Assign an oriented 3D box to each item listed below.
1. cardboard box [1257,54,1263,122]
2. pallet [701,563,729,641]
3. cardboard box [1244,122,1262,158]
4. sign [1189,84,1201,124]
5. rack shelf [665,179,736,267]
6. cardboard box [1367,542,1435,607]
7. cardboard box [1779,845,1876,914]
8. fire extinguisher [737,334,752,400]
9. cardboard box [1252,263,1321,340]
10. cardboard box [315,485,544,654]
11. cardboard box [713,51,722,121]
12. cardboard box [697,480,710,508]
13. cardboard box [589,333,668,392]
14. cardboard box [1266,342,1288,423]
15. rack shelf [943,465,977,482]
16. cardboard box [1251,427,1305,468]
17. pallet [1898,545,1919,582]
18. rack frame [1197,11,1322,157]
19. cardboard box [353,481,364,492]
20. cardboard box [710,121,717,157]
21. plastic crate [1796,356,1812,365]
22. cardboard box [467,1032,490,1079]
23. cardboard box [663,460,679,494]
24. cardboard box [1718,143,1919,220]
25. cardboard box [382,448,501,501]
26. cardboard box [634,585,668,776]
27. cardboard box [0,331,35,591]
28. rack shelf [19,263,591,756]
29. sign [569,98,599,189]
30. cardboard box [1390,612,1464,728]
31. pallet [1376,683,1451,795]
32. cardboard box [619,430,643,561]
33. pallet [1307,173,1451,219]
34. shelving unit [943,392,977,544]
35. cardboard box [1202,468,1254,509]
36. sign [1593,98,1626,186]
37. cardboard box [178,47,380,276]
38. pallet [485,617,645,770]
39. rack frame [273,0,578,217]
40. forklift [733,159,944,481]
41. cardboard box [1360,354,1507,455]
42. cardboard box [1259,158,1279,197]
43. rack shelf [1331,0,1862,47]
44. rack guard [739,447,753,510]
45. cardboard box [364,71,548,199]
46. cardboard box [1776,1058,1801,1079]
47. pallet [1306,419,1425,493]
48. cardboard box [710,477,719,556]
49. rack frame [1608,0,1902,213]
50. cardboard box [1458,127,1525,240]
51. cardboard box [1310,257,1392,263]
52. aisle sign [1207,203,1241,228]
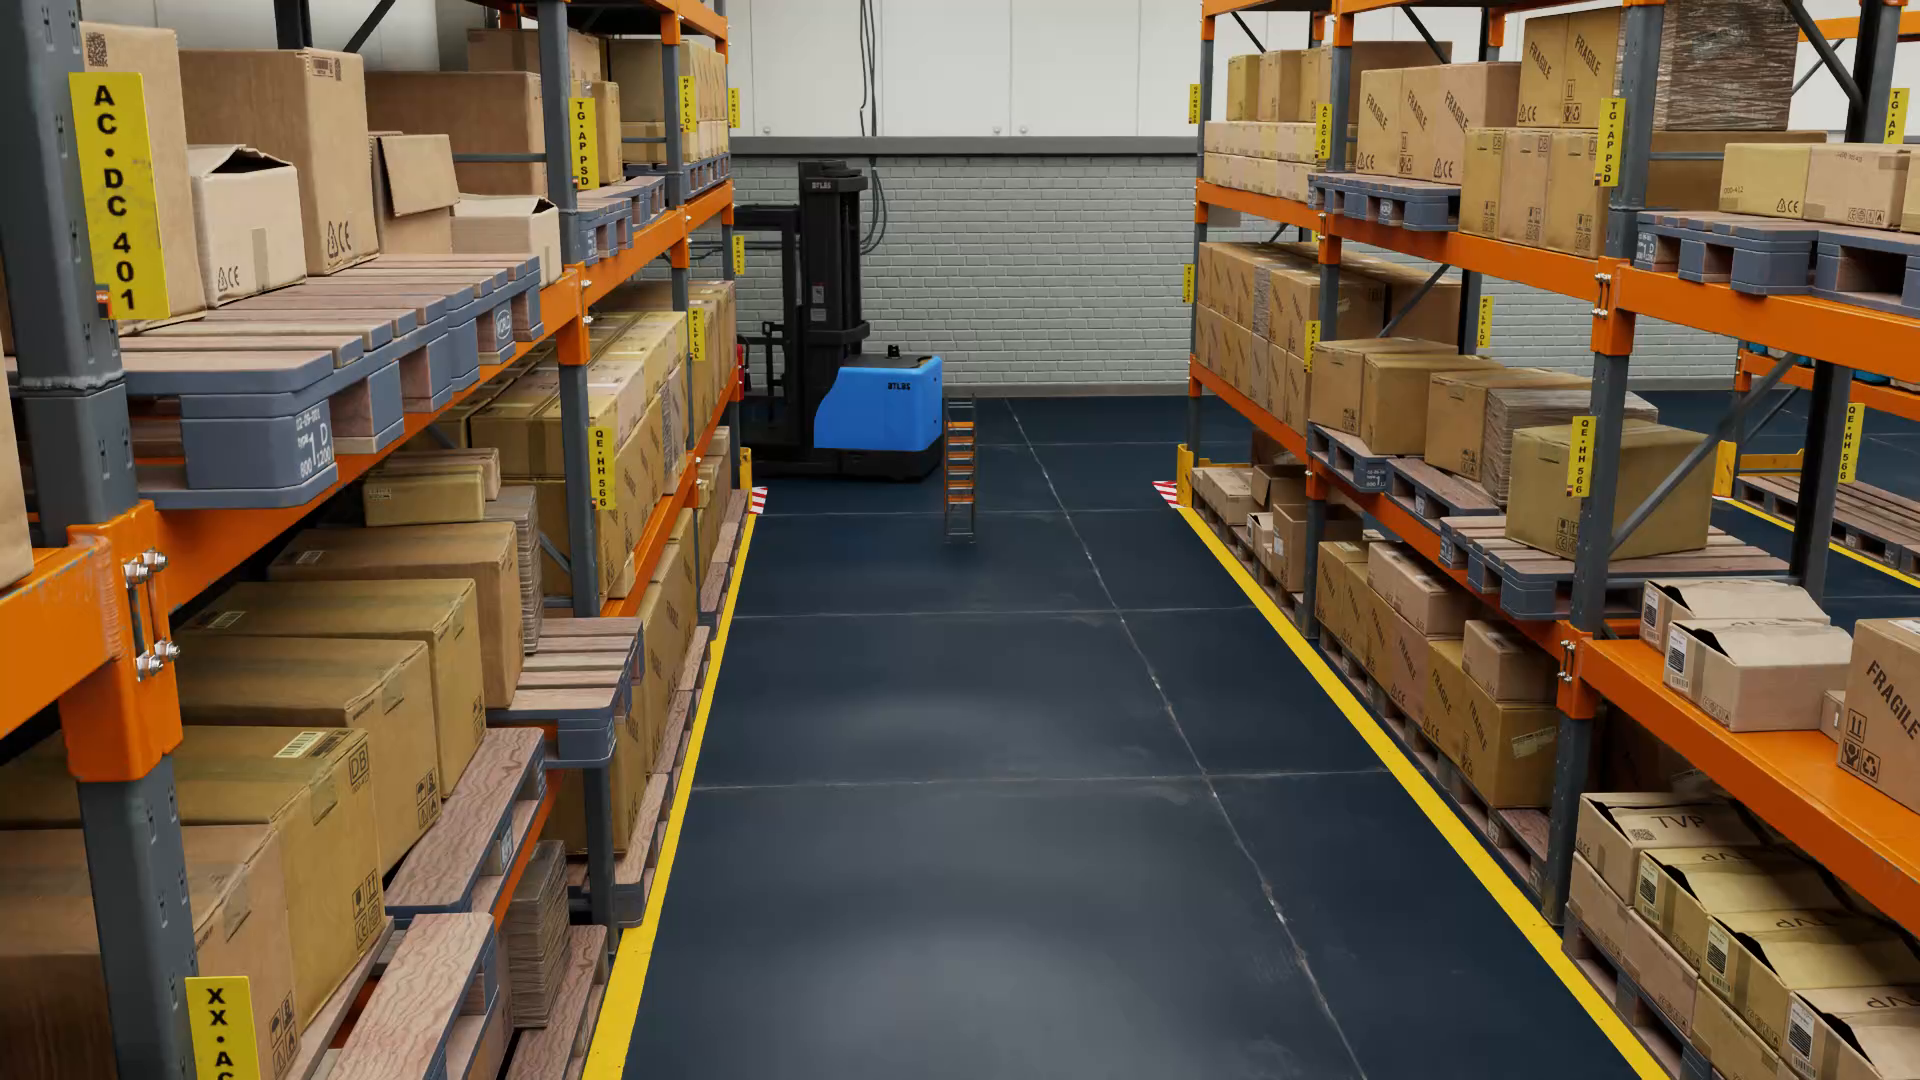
[{"bbox_3d":[2.657,-3.419,12.566,0.700,0.500,0.500,-1,14,-3],"label":"cardboard box"},{"bbox_3d":[-2.141,0.423,11.458,1.003,0.211,1.213,-1,14,-3],"label":"pallet"},{"bbox_3d":[2.385,-2.926,12.158,0.500,0.250,0.500,-1,14,-3],"label":"cardboard box"},{"bbox_3d":[1.983,-3.677,14.023,0.100,0.325,0.005,-1,14,-3],"label":"sign"},{"bbox_3d":[-2.295,-2.339,12.020,1.077,0.370,4.000,-1,14,-3],"label":"rack shelf"},{"bbox_3d":[2.621,0.193,9.386,0.500,0.250,0.500,-1,14,-3],"label":"cardboard box"},{"bbox_3d":[3.337,1.293,6.032,0.500,0.311,0.500,-1,14,-4],"label":"cardboard box"},{"bbox_3d":[-1.968,-1.558,14.467,0.296,0.674,0.183,-1,14,-3],"label":"fire extinguisher"},{"bbox_3d":[2.417,-1.721,11.990,0.500,0.500,0.500,-1,14,-3],"label":"cardboard box"},{"bbox_3d":[-1.885,0.113,5.983,0.700,0.500,0.500,-3,15,-10],"label":"cardboard box"},{"bbox_3d":[-2.082,-3.424,12.548,0.500,0.500,0.500,0,14,-2],"label":"cardboard box"},{"bbox_3d":[-1.955,-0.319,11.620,0.380,0.149,0.250,0,14,-2],"label":"cardboard box"},{"bbox_3d":[-1.834,-0.936,8.801,0.500,0.250,0.500,-1,14,-2],"label":"cardboard box"},{"bbox_3d":[2.452,-1.111,11.625,0.500,0.500,0.500,0,14,-2],"label":"cardboard box"},{"bbox_3d":[0.001,-0.534,13.374,0.258,0.103,0.180,-1,14,-3],"label":"rack shelf"},{"bbox_3d":[2.804,-0.680,14.284,0.500,0.500,0.500,-1,14,-3],"label":"cardboard box"},{"bbox_3d":[7.632,0.278,12.021,1.003,0.211,1.213,-1,14,-3],"label":"pallet"},{"bbox_3d":[2.525,-4.715,13.791,1.000,3.000,0.127,-1,14,-3],"label":"rack frame"},{"bbox_3d":[-2.216,-0.058,6.893,0.500,0.500,0.500,-1,14,-3],"label":"cardboard box"},{"bbox_3d":[-2.039,-2.927,12.120,0.500,0.250,0.500,-1,14,-5],"label":"cardboard box"},{"bbox_3d":[7.196,-1.602,13.950,0.416,0.233,0.300,-1,14,-3],"label":"plastic crate"},{"bbox_3d":[-1.852,1.687,5.085,0.700,0.500,0.500,-1,14,-4],"label":"cardboard box"},{"bbox_3d":[-1.783,-0.353,9.342,0.380,0.149,0.250,-1,14,-3],"label":"cardboard box"},{"bbox_3d":[3.105,-1.291,5.963,0.500,0.250,0.500,-2,15,-8],"label":"cardboard box"},{"bbox_3d":[-1.872,-0.232,6.025,0.380,0.149,0.250,-3,15,-11],"label":"cardboard box"},{"bbox_3d":[-1.886,0.693,8.286,0.750,0.750,0.750,-1,14,-4],"label":"cardboard box"},{"bbox_3d":[-1.398,-0.136,1.774,0.500,0.500,0.500,0,14,-2],"label":"cardboard box"},{"bbox_3d":[-1.800,-0.349,4.287,1.077,0.370,4.000,-1,14,-3],"label":"rack shelf"},{"bbox_3d":[-1.382,-1.453,6.097,0.100,0.325,0.005,-1,14,-3],"label":"sign"},{"bbox_3d":[2.658,0.690,8.959,0.500,0.500,0.500,-1,14,-6],"label":"cardboard box"},{"bbox_3d":[2.939,1.042,9.053,1.003,0.211,1.213,-1,14,-3],"label":"pallet"},{"bbox_3d":[-1.721,-0.199,7.444,0.500,0.500,0.500,0,14,-2],"label":"cardboard box"},{"bbox_3d":[2.743,-2.013,9.687,1.213,0.211,1.003,-1,14,-3],"label":"pallet"},{"bbox_3d":[0.001,-0.577,13.363,0.258,1.200,0.189,-1,14,-3],"label":"shelving unit"},{"bbox_3d":[2.306,-0.427,13.800,0.500,0.250,0.500,-1,14,-3],"label":"cardboard box"},{"bbox_3d":[2.479,-1.515,6.337,0.100,0.325,0.005,-1,14,-3],"label":"sign"},{"bbox_3d":[-1.706,-0.896,3.925,0.500,0.500,0.500,-1,14,-5],"label":"cardboard box"},{"bbox_3d":[-1.773,0.526,5.846,1.213,0.211,1.003,-1,14,-3],"label":"pallet"},{"bbox_3d":[-1.924,-2.648,5.757,1.000,3.000,0.127,-1,14,-3],"label":"rack frame"},{"bbox_3d":[-1.730,-2.135,15.942,3.031,2.935,1.130,3,15,10],"label":"forklift"},{"bbox_3d":[2.684,-0.775,9.475,0.700,0.500,0.500,1,14,5],"label":"cardboard box"},{"bbox_3d":[2.417,-2.560,11.737,0.500,0.250,0.500,-1,14,-3],"label":"cardboard box"},{"bbox_3d":[2.896,-2.680,8.130,1.077,0.370,4.000,-1,14,-3],"label":"rack shelf"},{"bbox_3d":[-2.421,-0.527,14.572,1.175,0.500,0.348,-1,14,-3],"label":"rack guard"},{"bbox_3d":[-2.010,-1.574,6.520,0.700,0.500,0.500,-2,15,-8],"label":"cardboard box"},{"bbox_3d":[2.861,1.825,5.088,0.500,0.250,0.500,-1,14,-2],"label":"cardboard box"},{"bbox_3d":[2.713,-0.521,9.917,1.003,0.211,1.213,-1,14,-3],"label":"pallet"},{"bbox_3d":[-2.173,-0.170,12.341,0.700,0.500,0.500,-1,14,-2],"label":"cardboard box"},{"bbox_3d":[3.020,-2.725,6.058,1.000,3.000,0.127,-1,14,-3],"label":"rack frame"},{"bbox_3d":[2.896,-1.685,7.834,0.910,0.500,0.500,-1,14,-3],"label":"cardboard box"},{"bbox_3d":[2.927,-1.853,12.502,0.500,0.500,0.500,0,14,-2],"label":"cardboard box"},{"bbox_3d":[2.227,-3.081,14.262,0.394,0.787,0.004,-1,14,-3],"label":"aisle sign"}]
